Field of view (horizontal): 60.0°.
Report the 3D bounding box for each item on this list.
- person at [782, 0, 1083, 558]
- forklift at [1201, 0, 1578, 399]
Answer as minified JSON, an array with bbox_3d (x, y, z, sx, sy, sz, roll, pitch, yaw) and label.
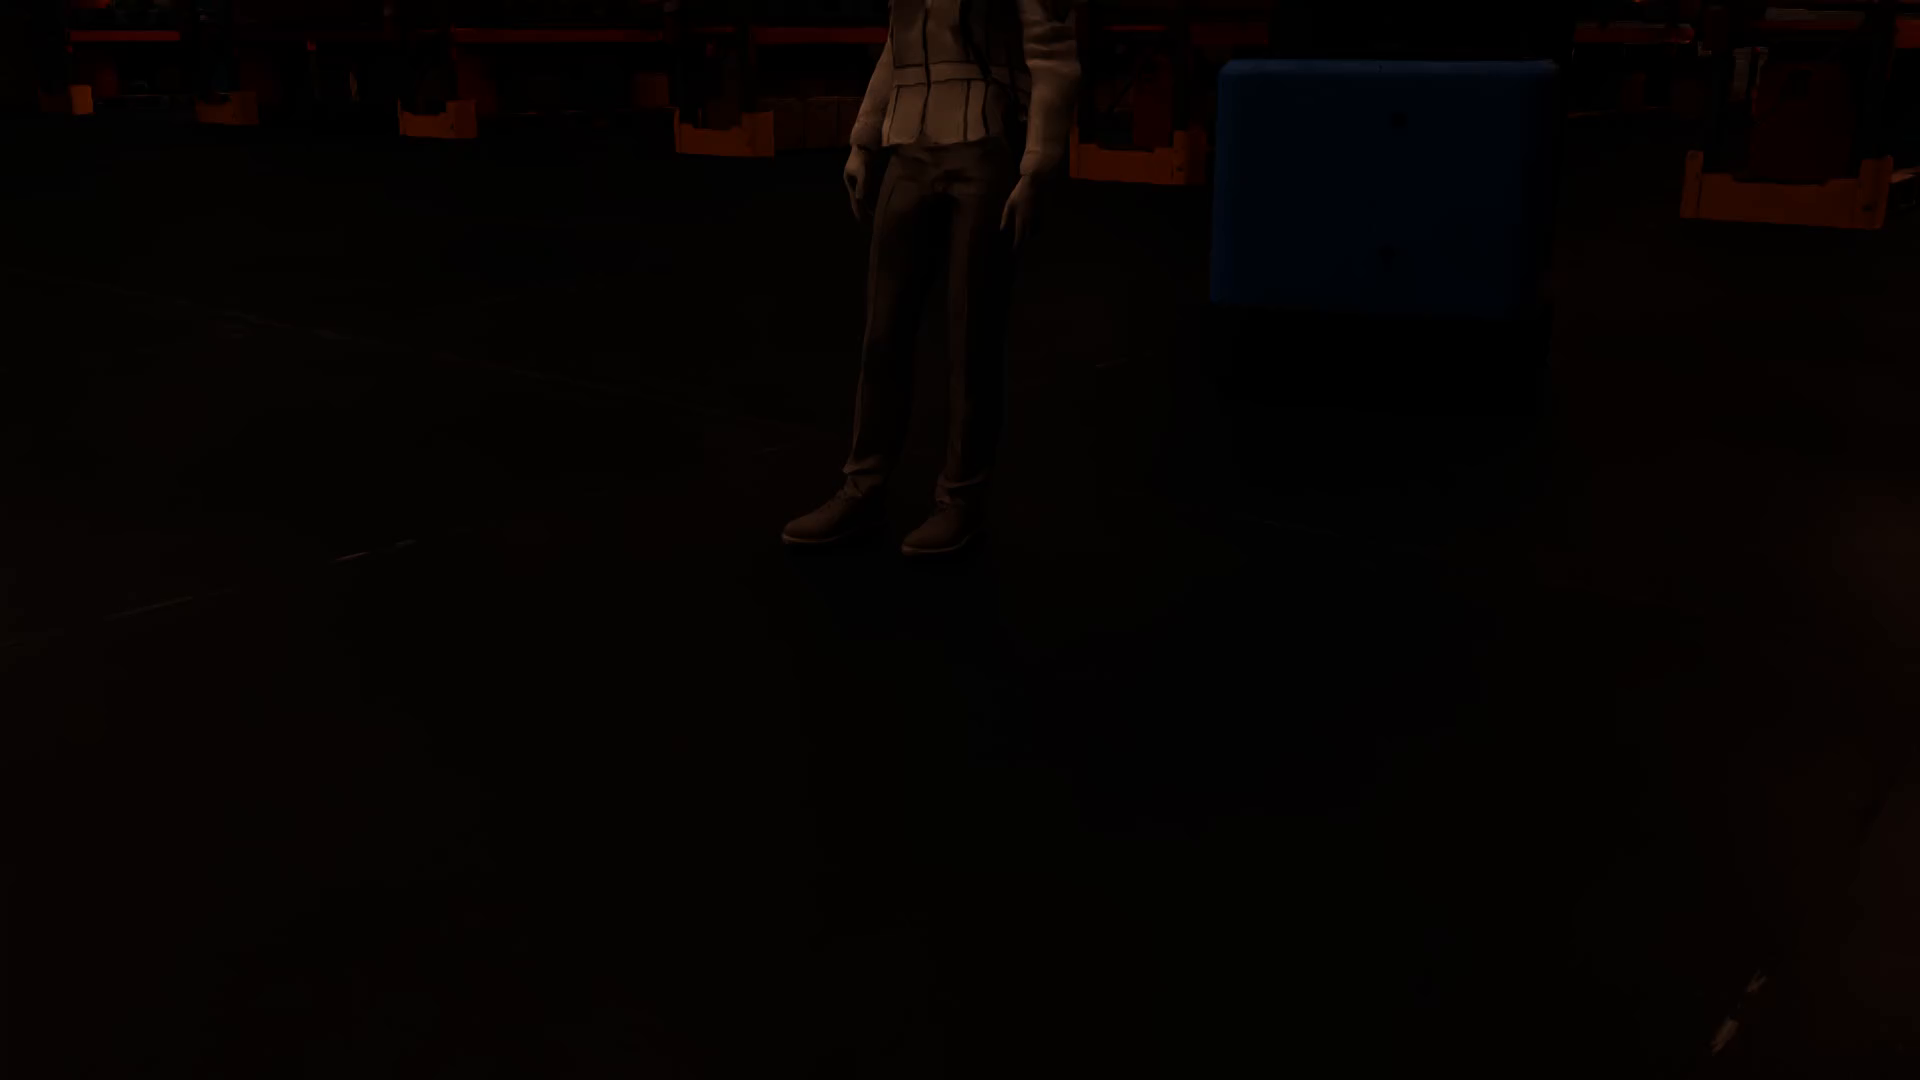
[{"bbox_3d":[-0.049,-0.804,3.648,0.586,1.695,0.533,13,21,37],"label":"person"},{"bbox_3d":[1.773,-2.236,6.260,1.130,2.935,3.031,6,18,19],"label":"forklift"}]
